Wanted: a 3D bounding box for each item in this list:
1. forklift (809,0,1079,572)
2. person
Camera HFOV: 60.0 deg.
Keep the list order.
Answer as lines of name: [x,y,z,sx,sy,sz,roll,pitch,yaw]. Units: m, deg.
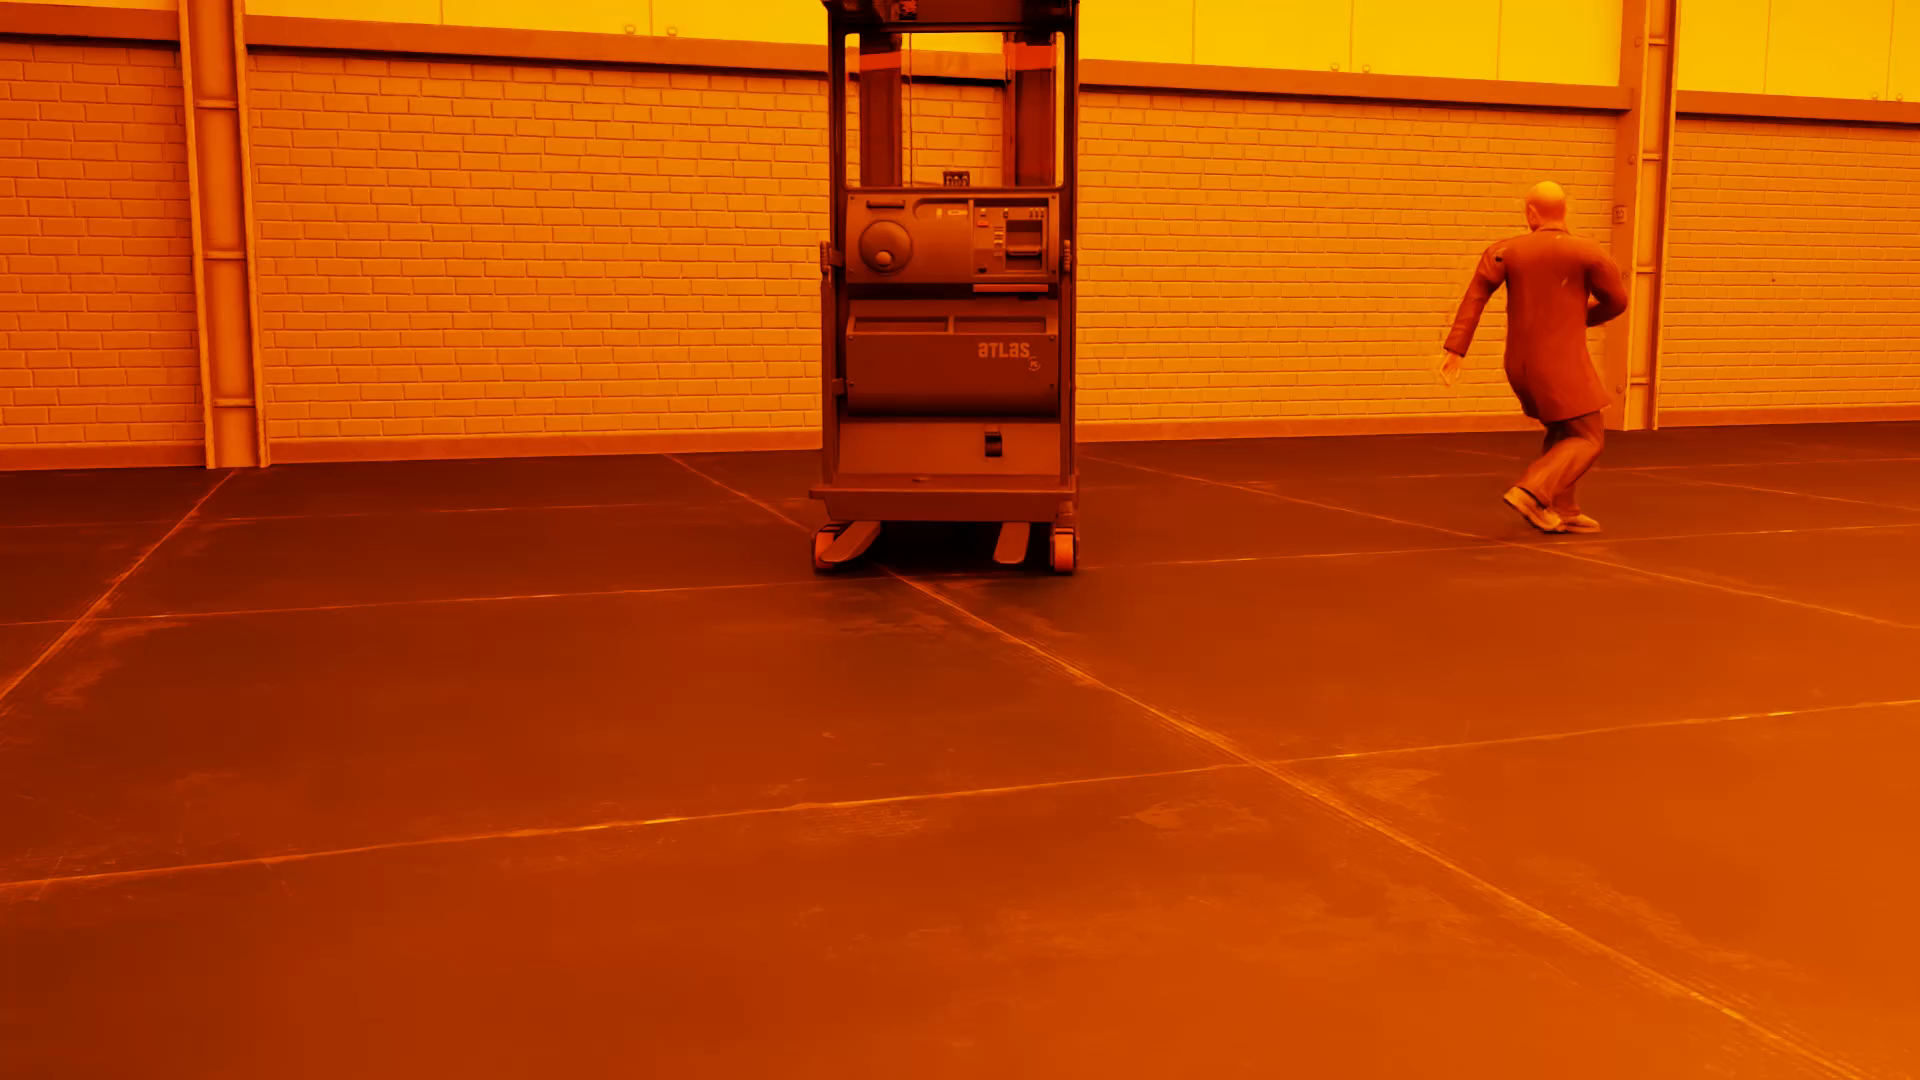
forklift: [-0.044,-1.360,7.049,1.130,2.935,3.031,0,8,4]
person: [2.814,-0.862,8.029,0.823,1.702,0.668,-5,9,-31]
